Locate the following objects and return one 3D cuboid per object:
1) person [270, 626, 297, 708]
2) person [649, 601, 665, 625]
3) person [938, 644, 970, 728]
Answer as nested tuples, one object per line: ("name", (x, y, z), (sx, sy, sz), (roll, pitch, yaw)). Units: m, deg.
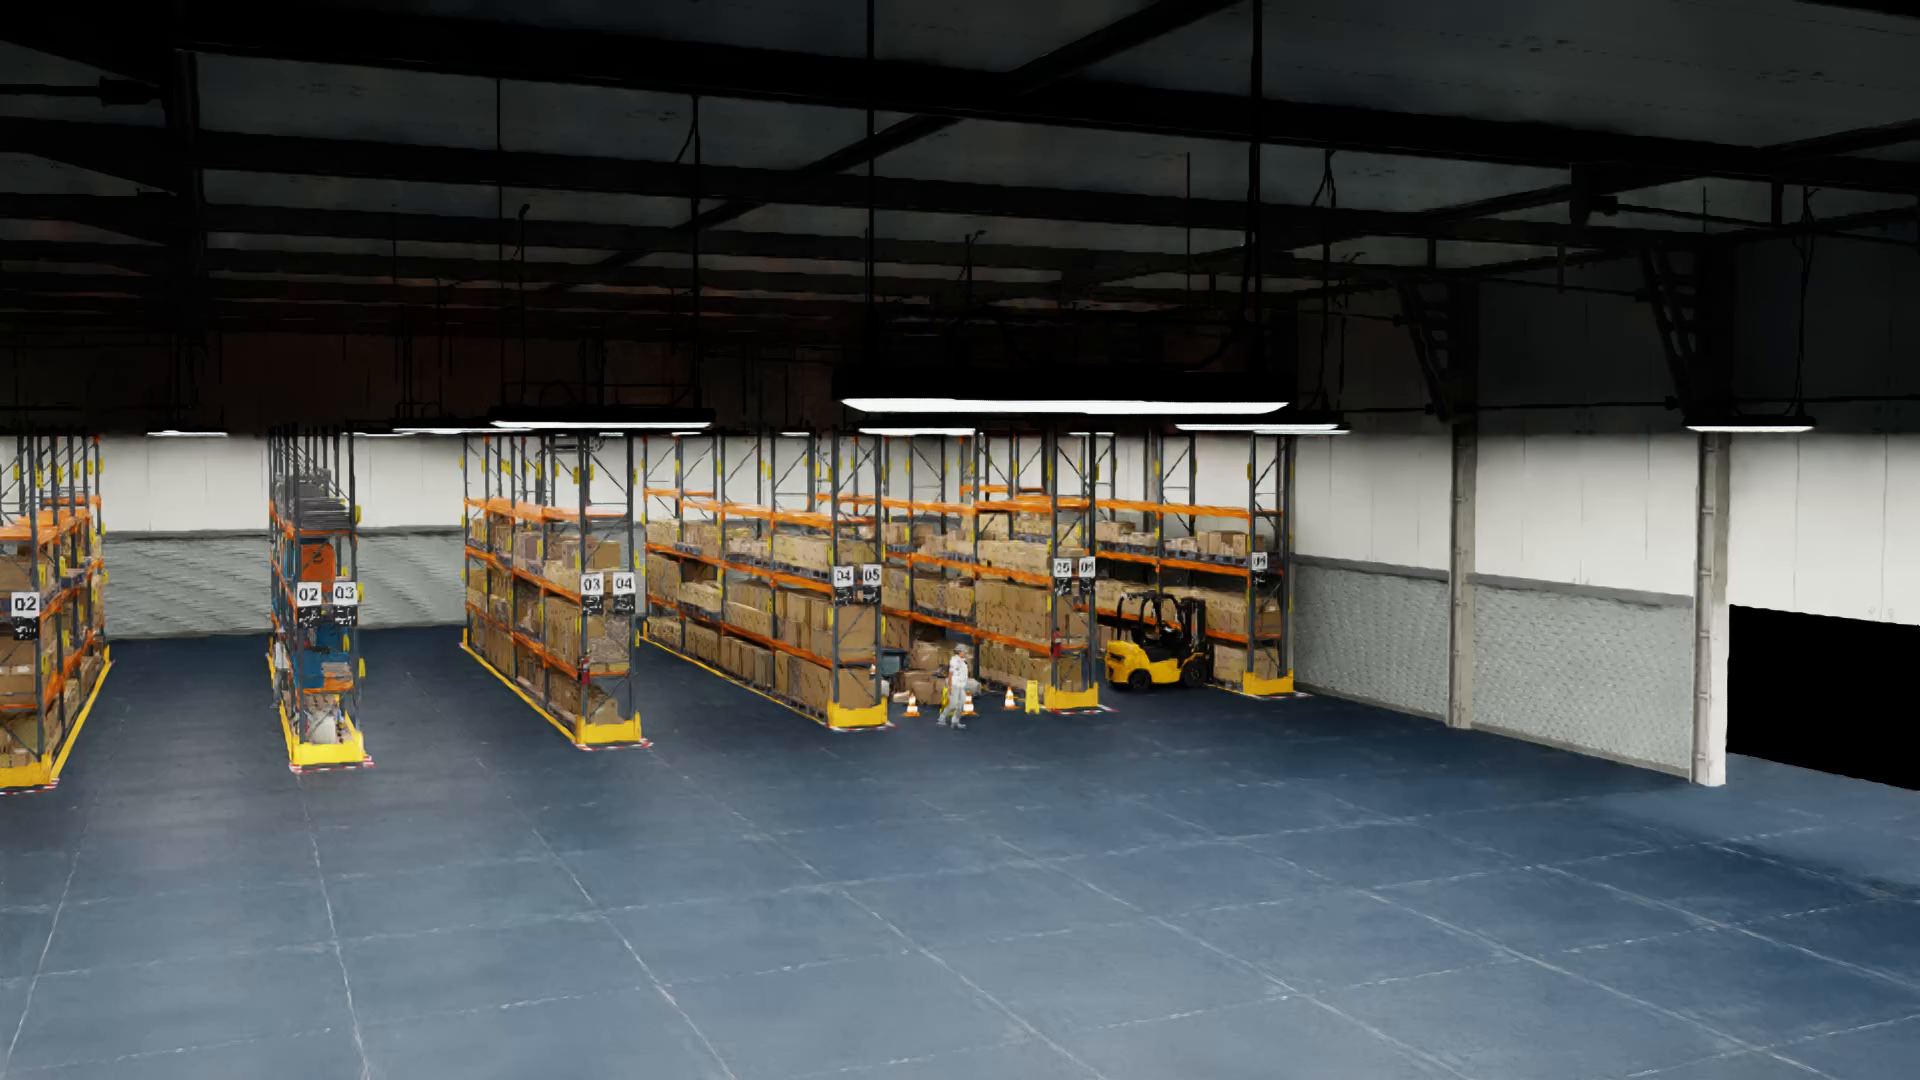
("person", (-14.342, 2.695, 35.439), (0.570, 1.733, 0.964), (0, 3, -3))
("person", (-8.977, 1.866, 49.612), (0.558, 1.636, 0.700), (1, 4, 14))
("person", (-0.126, 2.890, 32.950), (0.588, 1.652, 0.547), (2, 4, 28))
